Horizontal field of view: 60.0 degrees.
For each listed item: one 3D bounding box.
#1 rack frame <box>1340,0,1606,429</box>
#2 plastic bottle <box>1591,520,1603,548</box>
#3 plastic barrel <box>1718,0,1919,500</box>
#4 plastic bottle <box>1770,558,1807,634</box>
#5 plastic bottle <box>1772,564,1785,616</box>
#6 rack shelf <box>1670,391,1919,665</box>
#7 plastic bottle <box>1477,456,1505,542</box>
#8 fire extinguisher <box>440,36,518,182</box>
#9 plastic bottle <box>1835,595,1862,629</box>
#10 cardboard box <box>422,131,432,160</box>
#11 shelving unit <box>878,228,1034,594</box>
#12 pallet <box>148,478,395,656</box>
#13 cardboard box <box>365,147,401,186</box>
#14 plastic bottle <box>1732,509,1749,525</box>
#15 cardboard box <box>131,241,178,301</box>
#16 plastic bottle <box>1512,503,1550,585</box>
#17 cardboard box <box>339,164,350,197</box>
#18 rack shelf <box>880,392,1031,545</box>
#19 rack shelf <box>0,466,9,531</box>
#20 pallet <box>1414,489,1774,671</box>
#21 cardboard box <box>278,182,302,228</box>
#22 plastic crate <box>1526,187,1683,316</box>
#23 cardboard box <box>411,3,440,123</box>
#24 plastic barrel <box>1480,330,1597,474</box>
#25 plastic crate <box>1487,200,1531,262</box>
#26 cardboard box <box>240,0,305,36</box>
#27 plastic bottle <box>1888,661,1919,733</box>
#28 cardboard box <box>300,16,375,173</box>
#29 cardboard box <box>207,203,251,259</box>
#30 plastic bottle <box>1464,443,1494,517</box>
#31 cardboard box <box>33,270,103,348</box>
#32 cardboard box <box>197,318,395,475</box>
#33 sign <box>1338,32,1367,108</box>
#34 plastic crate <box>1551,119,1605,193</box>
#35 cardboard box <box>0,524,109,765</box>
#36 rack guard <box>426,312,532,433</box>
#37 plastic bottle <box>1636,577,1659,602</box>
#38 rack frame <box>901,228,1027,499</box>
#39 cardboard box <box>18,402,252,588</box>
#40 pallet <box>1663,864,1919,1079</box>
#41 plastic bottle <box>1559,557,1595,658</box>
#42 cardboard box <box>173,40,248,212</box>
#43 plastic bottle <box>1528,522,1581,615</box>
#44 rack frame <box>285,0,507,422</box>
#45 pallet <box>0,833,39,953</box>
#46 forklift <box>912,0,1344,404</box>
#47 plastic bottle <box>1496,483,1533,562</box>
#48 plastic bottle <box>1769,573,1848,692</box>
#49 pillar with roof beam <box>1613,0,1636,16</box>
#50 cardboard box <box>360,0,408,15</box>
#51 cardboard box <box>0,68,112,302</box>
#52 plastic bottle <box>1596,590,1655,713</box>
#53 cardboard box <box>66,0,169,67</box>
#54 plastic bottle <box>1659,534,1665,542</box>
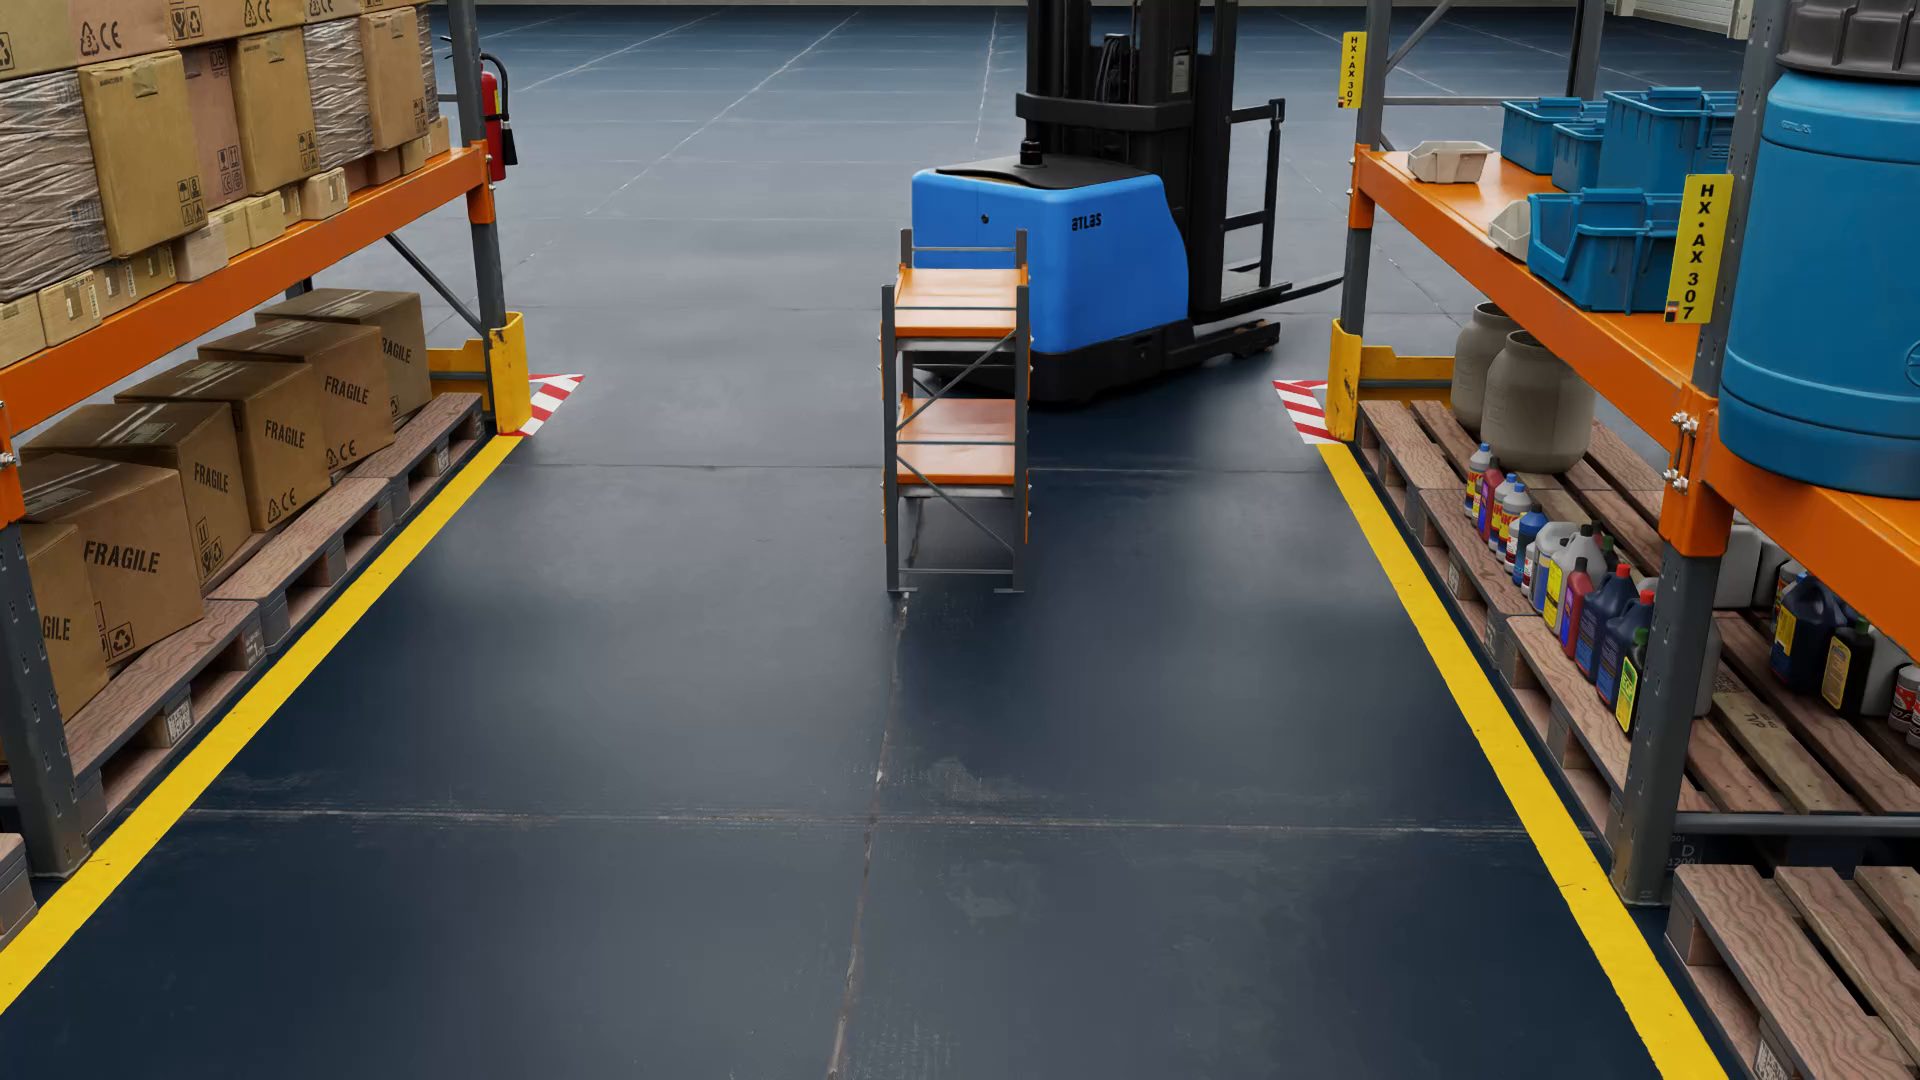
[{"bbox_3d":[2.285,-1.941,7.385,1.000,3.000,0.127,1,21,2],"label":"rack frame"},{"bbox_3d":[2.025,0.087,5.306,0.061,0.283,0.133,1,21,2],"label":"plastic bottle"},{"bbox_3d":[1.848,-0.592,3.215,0.600,0.901,0.708,1,21,2],"label":"plastic barrel"},{"bbox_3d":[2.575,0.163,5.126,0.097,0.271,0.097,0,21,0],"label":"plastic bottle"},{"bbox_3d":[2.640,0.147,5.263,0.097,0.201,0.097,0,21,0],"label":"plastic bottle"},{"bbox_3d":[2.102,0.564,1.924,1.077,0.370,4.000,1,21,2],"label":"rack shelf"},{"bbox_3d":[1.893,-0.146,5.905,0.061,0.283,0.133,1,21,3],"label":"plastic bottle"},{"bbox_3d":[-2.202,-1.996,7.633,0.296,0.674,0.183,1,21,2],"label":"fire extinguisher"},{"bbox_3d":[2.602,0.248,4.797,0.144,0.351,0.185,1,21,3],"label":"plastic bottle"},{"bbox_3d":[-2.477,-1.683,7.066,0.380,0.149,0.250,1,21,2],"label":"cardboard box"},{"bbox_3d":[0.000,-0.522,6.319,0.538,1.125,1.048,1,21,2],"label":"shelving unit"},{"bbox_3d":[-2.768,0.065,6.069,1.003,0.211,1.213,1,21,2],"label":"pallet"},{"bbox_3d":[-2.456,-1.501,6.599,0.380,0.149,0.250,1,21,2],"label":"cardboard box"},{"bbox_3d":[2.626,-0.041,5.543,0.144,0.351,0.185,2,21,4],"label":"plastic bottle"},{"bbox_3d":[-2.482,-0.778,4.735,0.380,0.149,0.250,1,21,2],"label":"cardboard box"},{"bbox_3d":[1.898,0.011,5.516,0.097,0.271,0.097,0,21,0],"label":"plastic bottle"},{"bbox_3d":[-2.490,-1.321,6.134,0.380,0.149,0.250,1,21,2],"label":"cardboard box"},{"bbox_3d":[0.000,-0.294,6.408,0.538,0.278,1.000,1,21,2],"label":"rack shelf"},{"bbox_3d":[-2.849,0.509,2.064,1.077,0.370,4.000,1,21,2],"label":"rack shelf"},{"bbox_3d":[2.259,0.121,5.926,1.003,0.211,1.213,1,21,2],"label":"pallet"},{"bbox_3d":[-2.486,-1.140,5.667,0.380,0.149,0.250,1,21,2],"label":"cardboard box"},{"bbox_3d":[1.925,-0.829,4.723,0.499,0.251,0.616,1,21,2],"label":"plastic crate"},{"bbox_3d":[-2.710,-1.982,6.941,0.875,0.500,0.500,1,21,2],"label":"cardboard box"},{"bbox_3d":[2.326,-0.557,6.676,0.421,0.512,0.421,0,21,0],"label":"plastic barrel"},{"bbox_3d":[1.959,-0.962,5.225,0.530,0.136,0.437,1,21,2],"label":"plastic crate"},{"bbox_3d":[-2.486,-1.903,5.355,0.500,0.500,0.500,1,21,2],"label":"cardboard box"},{"bbox_3d":[2.617,0.421,4.558,0.097,0.201,0.097,0,21,0],"label":"plastic bottle"},{"bbox_3d":[-2.664,-1.620,6.007,0.875,0.500,0.500,1,21,2],"label":"cardboard box"},{"bbox_3d":[-2.467,-0.959,5.200,0.380,0.149,0.250,1,21,2],"label":"cardboard box"},{"bbox_3d":[1.918,-0.222,6.118,0.097,0.271,0.097,0,21,0],"label":"plastic bottle"},{"bbox_3d":[-2.460,-0.597,4.268,0.380,0.149,0.250,1,21,2],"label":"cardboard box"},{"bbox_3d":[-2.686,-0.584,6.762,0.500,0.500,0.500,6,22,16],"label":"cardboard box"},{"bbox_3d":[1.735,-2.078,7.354,0.100,0.325,0.005,1,21,2],"label":"sign"},{"bbox_3d":[2.543,-1.453,6.332,0.499,0.251,0.408,1,21,2],"label":"plastic crate"},{"bbox_3d":[-2.736,0.276,4.546,0.500,0.500,0.500,0,21,0],"label":"cardboard box"},{"bbox_3d":[-2.668,-0.803,7.906,1.175,0.500,0.348,1,21,2],"label":"rack guard"},{"bbox_3d":[2.049,0.257,4.877,0.152,0.276,0.135,1,21,2],"label":"plastic bottle"},{"bbox_3d":[0.015,-0.706,6.793,0.500,1.125,0.032,1,21,2],"label":"rack frame"},{"bbox_3d":[-2.785,-0.156,5.660,0.500,0.500,0.500,-1,21,-3],"label":"cardboard box"},{"bbox_3d":[2.178,1.090,3.429,1.003,0.211,1.213,1,21,2],"label":"pallet"},{"bbox_3d":[1.863,0.202,5.009,0.061,0.283,0.133,2,21,5],"label":"plastic bottle"},{"bbox_3d":[-2.747,-1.259,5.077,0.875,0.500,0.500,1,21,2],"label":"cardboard box"},{"bbox_3d":[1.919,0.089,5.310,0.152,0.276,0.135,1,21,3],"label":"plastic bottle"},{"bbox_3d":[-2.666,-1.995,7.525,1.000,3.000,0.127,1,21,2],"label":"rack frame"},{"bbox_3d":[-2.810,1.032,3.577,1.003,0.211,1.213,1,21,2],"label":"pallet"},{"bbox_3d":[1.132,-2.477,8.860,1.130,2.935,3.031,19,28,41],"label":"forklift"},{"bbox_3d":[1.904,-0.062,5.705,0.097,0.271,0.097,0,21,0],"label":"plastic bottle"},{"bbox_3d":[2.458,0.246,4.801,0.144,0.351,0.185,1,21,2],"label":"plastic bottle"},{"bbox_3d":[9.640,-15.261,33.419,9.100,9.000,0.400,1,21,2],"label":"pillar with roof beam"},{"bbox_3d":[-2.445,-2.264,6.287,0.500,0.500,0.500,1,21,2],"label":"cardboard box"},{"bbox_3d":[-2.712,-0.897,4.143,0.875,0.500,0.500,1,21,2],"label":"cardboard box"},{"bbox_3d":[1.894,0.299,4.665,0.144,0.351,0.185,0,21,0],"label":"plastic bottle"},{"bbox_3d":[-2.506,-1.541,4.423,0.500,0.500,0.500,1,21,2],"label":"cardboard box"},{"bbox_3d":[2.525,-0.121,5.841,0.061,0.283,0.133,1,21,2],"label":"plastic bottle"}]
